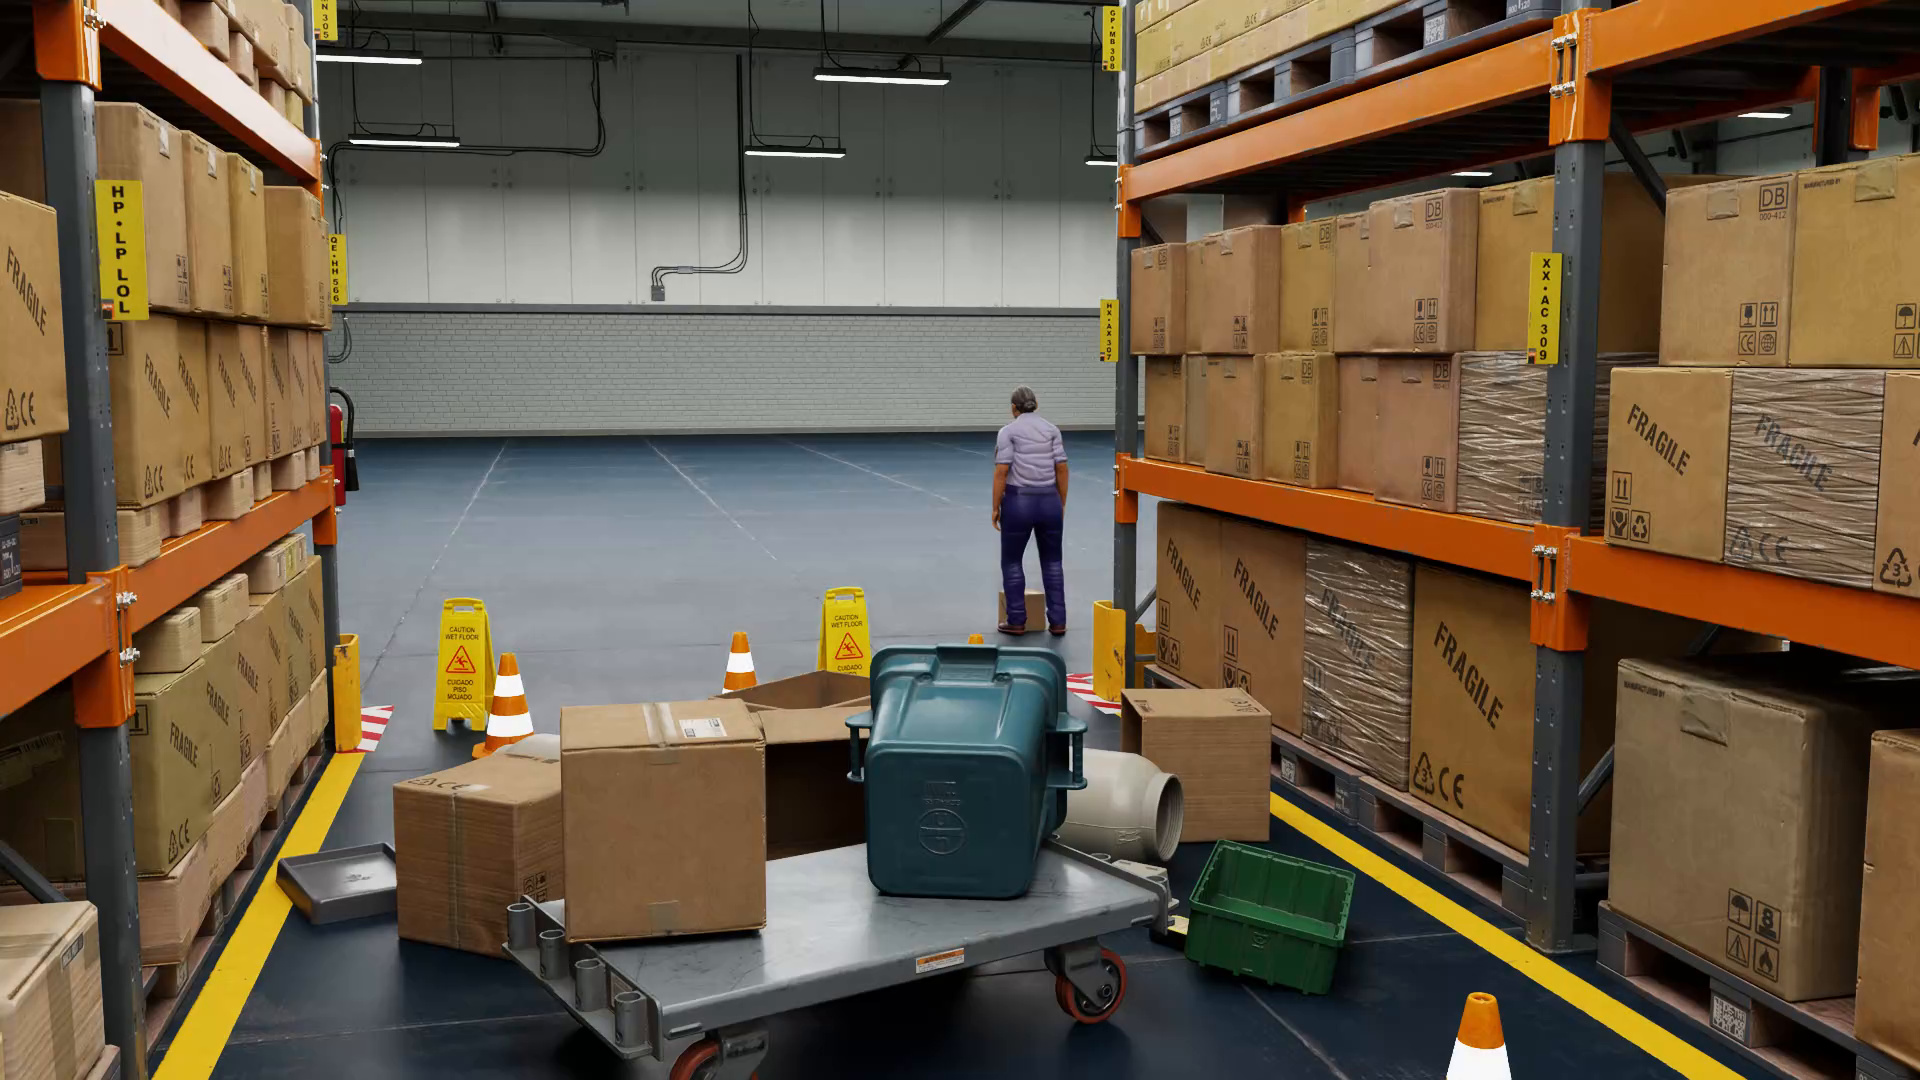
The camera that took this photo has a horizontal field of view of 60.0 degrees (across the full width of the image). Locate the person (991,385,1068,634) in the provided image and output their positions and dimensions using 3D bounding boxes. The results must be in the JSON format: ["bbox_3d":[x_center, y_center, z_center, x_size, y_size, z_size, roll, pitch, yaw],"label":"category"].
[{"bbox_3d":[0.466,-0.196,11.016,0.562,1.651,0.426,-2,7,-17],"label":"person"}]
